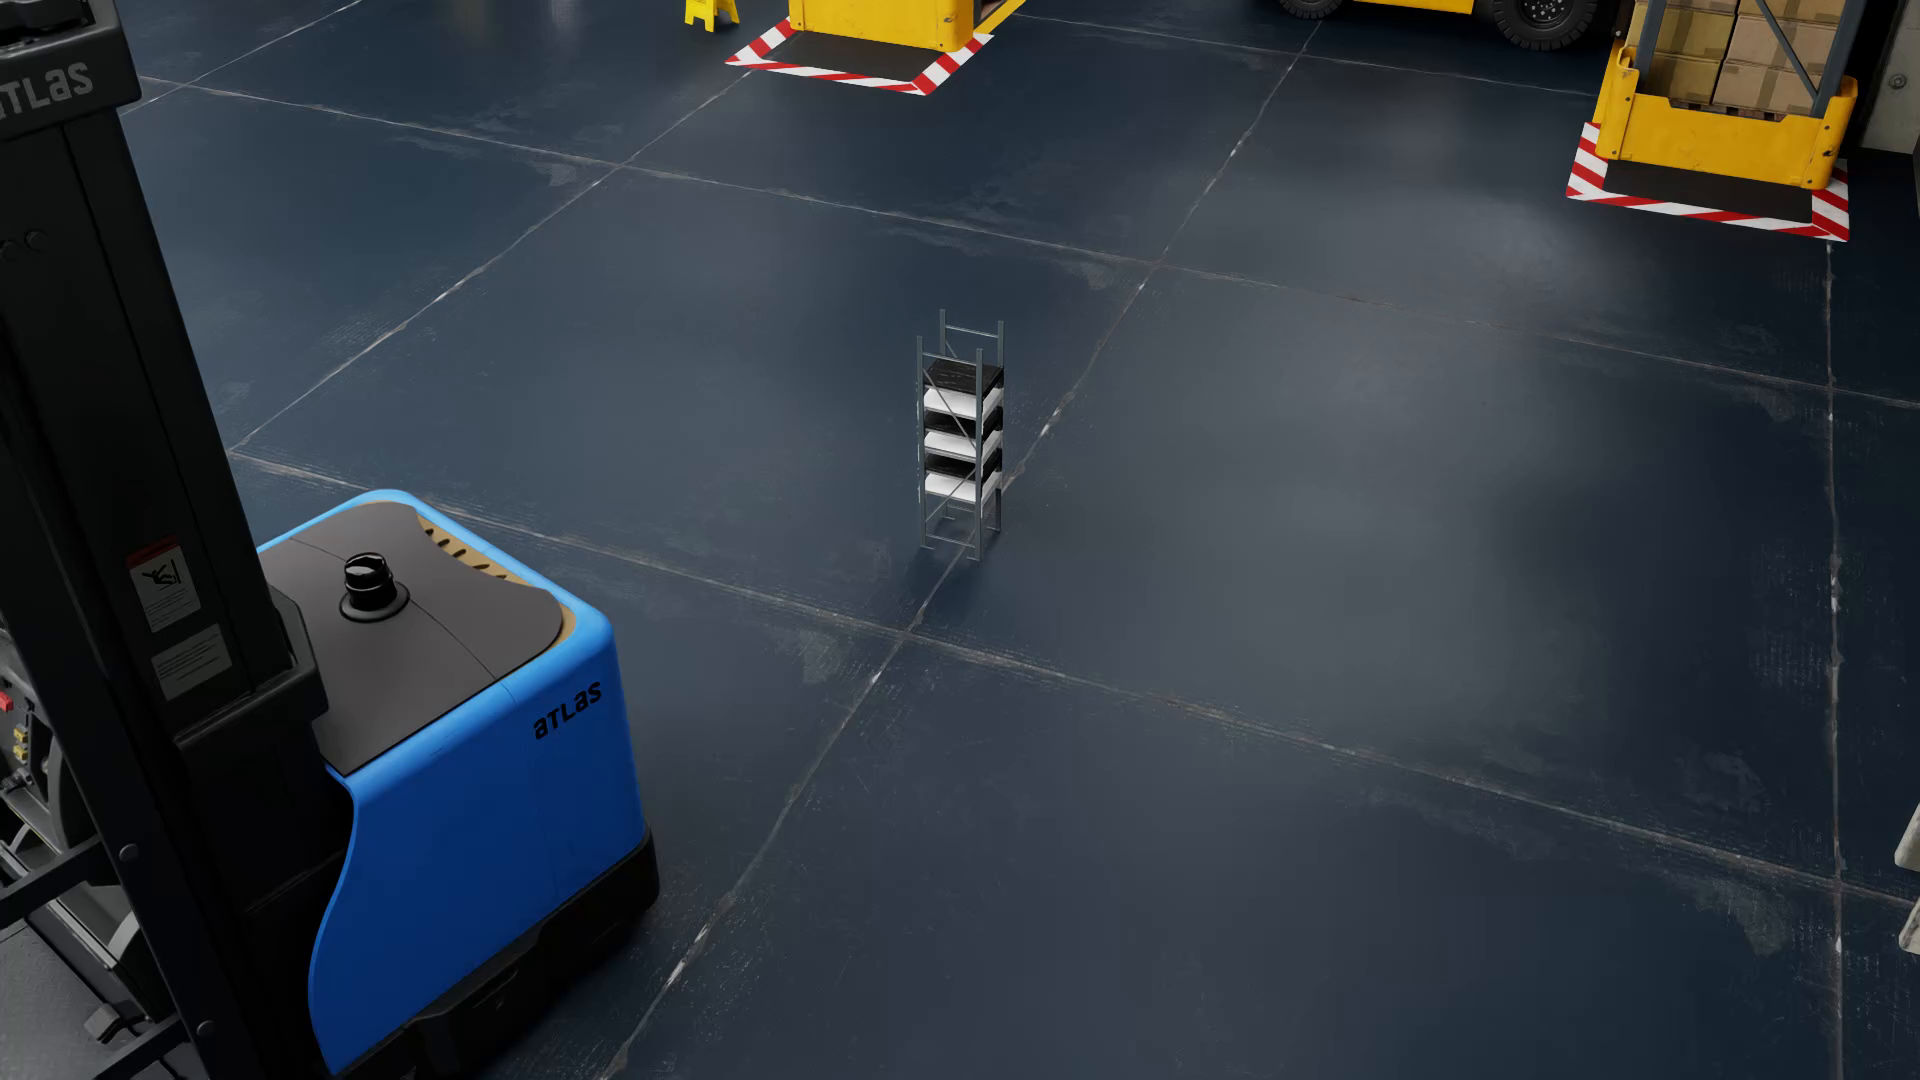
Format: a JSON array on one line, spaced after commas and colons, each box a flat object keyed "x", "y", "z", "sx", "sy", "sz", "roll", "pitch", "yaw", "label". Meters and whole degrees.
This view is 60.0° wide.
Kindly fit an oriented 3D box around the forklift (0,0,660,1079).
[{"x": -2.192, "y": 0.380, "z": 3.294, "sx": 1.130, "sy": 2.935, "sz": 3.031, "roll": 27, "pitch": 44, "yaw": 31, "label": "forklift"}]

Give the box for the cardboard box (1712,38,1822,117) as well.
[{"x": 4.429, "y": -2.556, "z": 9.110, "sx": 0.500, "sy": 0.250, "sz": 0.500, "roll": 14, "pitch": 39, "yaw": 18, "label": "cardboard box"}]

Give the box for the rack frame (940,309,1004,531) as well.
[{"x": 0.042, "y": -0.421, "z": 6.062, "sx": 0.240, "sy": 0.900, "sz": 0.006, "roll": 14, "pitch": 39, "yaw": 18, "label": "rack frame"}]

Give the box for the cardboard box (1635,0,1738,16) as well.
[{"x": 3.948, "y": -3.055, "z": 8.943, "sx": 0.500, "sy": 0.250, "sz": 0.500, "roll": 15, "pitch": 39, "yaw": 19, "label": "cardboard box"}]

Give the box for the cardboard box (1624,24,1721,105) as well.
[{"x": 3.947, "y": -2.661, "z": 9.250, "sx": 0.500, "sy": 0.250, "sz": 0.500, "roll": 14, "pitch": 39, "yaw": 18, "label": "cardboard box"}]

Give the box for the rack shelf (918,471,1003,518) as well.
[{"x": 0.003, "y": -0.194, "z": 6.114, "sx": 0.258, "sy": 0.077, "sz": 0.200, "roll": 14, "pitch": 39, "yaw": 18, "label": "rack shelf"}]

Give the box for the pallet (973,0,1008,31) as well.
[{"x": -0.160, "y": -3.757, "z": 11.101, "sx": 1.003, "sy": 0.211, "sz": 1.213, "roll": 14, "pitch": 39, "yaw": 18, "label": "pallet"}]

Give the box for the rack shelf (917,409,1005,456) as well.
[{"x": 0.003, "y": -0.410, "z": 5.953, "sx": 0.258, "sy": 0.077, "sz": 0.200, "roll": 14, "pitch": 39, "yaw": 18, "label": "rack shelf"}]

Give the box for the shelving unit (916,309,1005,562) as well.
[{"x": 0.003, "y": -0.365, "z": 5.987, "sx": 0.258, "sy": 0.900, "sz": 0.210, "roll": 14, "pitch": 39, "yaw": 18, "label": "shelving unit"}]

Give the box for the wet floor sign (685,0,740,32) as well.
[{"x": -1.593, "y": -3.586, "z": 10.509, "sx": 0.267, "sy": 0.644, "sz": 0.232, "roll": 29, "pitch": 45, "yaw": 33, "label": "wet floor sign"}]

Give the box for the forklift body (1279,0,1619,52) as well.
[{"x": 3.095, "y": -4.387, "z": 10.323, "sx": 2.313, "sy": 2.155, "sz": 1.214, "roll": 14, "pitch": 39, "yaw": 18, "label": "forklift body"}]

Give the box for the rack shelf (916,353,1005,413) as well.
[{"x": 0.003, "y": -0.554, "z": 5.845, "sx": 0.258, "sy": 0.077, "sz": 0.200, "roll": 14, "pitch": 39, "yaw": 18, "label": "rack shelf"}]

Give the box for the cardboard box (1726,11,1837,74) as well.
[{"x": 4.432, "y": -2.742, "z": 8.941, "sx": 0.500, "sy": 0.250, "sz": 0.500, "roll": 15, "pitch": 39, "yaw": 19, "label": "cardboard box"}]

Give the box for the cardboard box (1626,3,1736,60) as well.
[{"x": 3.957, "y": -2.870, "z": 9.112, "sx": 0.500, "sy": 0.250, "sz": 0.500, "roll": 13, "pitch": 39, "yaw": 17, "label": "cardboard box"}]

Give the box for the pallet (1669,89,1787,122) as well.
[{"x": 4.313, "y": -2.578, "z": 9.522, "sx": 1.003, "sy": 0.211, "sz": 1.213, "roll": 14, "pitch": 39, "yaw": 18, "label": "pallet"}]

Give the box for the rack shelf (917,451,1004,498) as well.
[{"x": 0.003, "y": -0.266, "z": 6.060, "sx": 0.258, "sy": 0.077, "sz": 0.200, "roll": 14, "pitch": 39, "yaw": 18, "label": "rack shelf"}]

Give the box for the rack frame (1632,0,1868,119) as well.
[{"x": 4.061, "y": -3.262, "z": 8.108, "sx": 1.000, "sy": 3.000, "sz": 0.127, "roll": 14, "pitch": 39, "yaw": 18, "label": "rack frame"}]

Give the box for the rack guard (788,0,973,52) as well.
[{"x": -0.502, "y": -3.431, "z": 10.423, "sx": 1.175, "sy": 0.500, "sz": 0.348, "roll": 14, "pitch": 39, "yaw": 18, "label": "rack guard"}]

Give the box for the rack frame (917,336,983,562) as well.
[{"x": -0.036, "y": -0.309, "z": 5.911, "sx": 0.240, "sy": 0.900, "sz": 0.006, "roll": 14, "pitch": 39, "yaw": 18, "label": "rack frame"}]

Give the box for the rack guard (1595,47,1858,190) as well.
[{"x": 4.052, "y": -2.247, "z": 8.839, "sx": 1.175, "sy": 0.500, "sz": 0.348, "roll": 14, "pitch": 39, "yaw": 18, "label": "rack guard"}]

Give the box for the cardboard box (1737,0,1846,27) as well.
[{"x": 4.419, "y": -2.952, "z": 8.805, "sx": 0.500, "sy": 0.250, "sz": 0.500, "roll": 13, "pitch": 39, "yaw": 17, "label": "cardboard box"}]

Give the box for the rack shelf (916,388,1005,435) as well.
[{"x": 0.003, "y": -0.482, "z": 5.899, "sx": 0.258, "sy": 0.077, "sz": 0.200, "roll": 14, "pitch": 39, "yaw": 18, "label": "rack shelf"}]

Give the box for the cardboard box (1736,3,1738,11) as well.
[{"x": 4.612, "y": -3.022, "z": 9.316, "sx": 0.500, "sy": 0.250, "sz": 0.500, "roll": 13, "pitch": 39, "yaw": 17, "label": "cardboard box"}]

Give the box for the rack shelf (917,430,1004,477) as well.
[{"x": 0.003, "y": -0.338, "z": 6.007, "sx": 0.258, "sy": 0.077, "sz": 0.200, "roll": 14, "pitch": 39, "yaw": 18, "label": "rack shelf"}]
